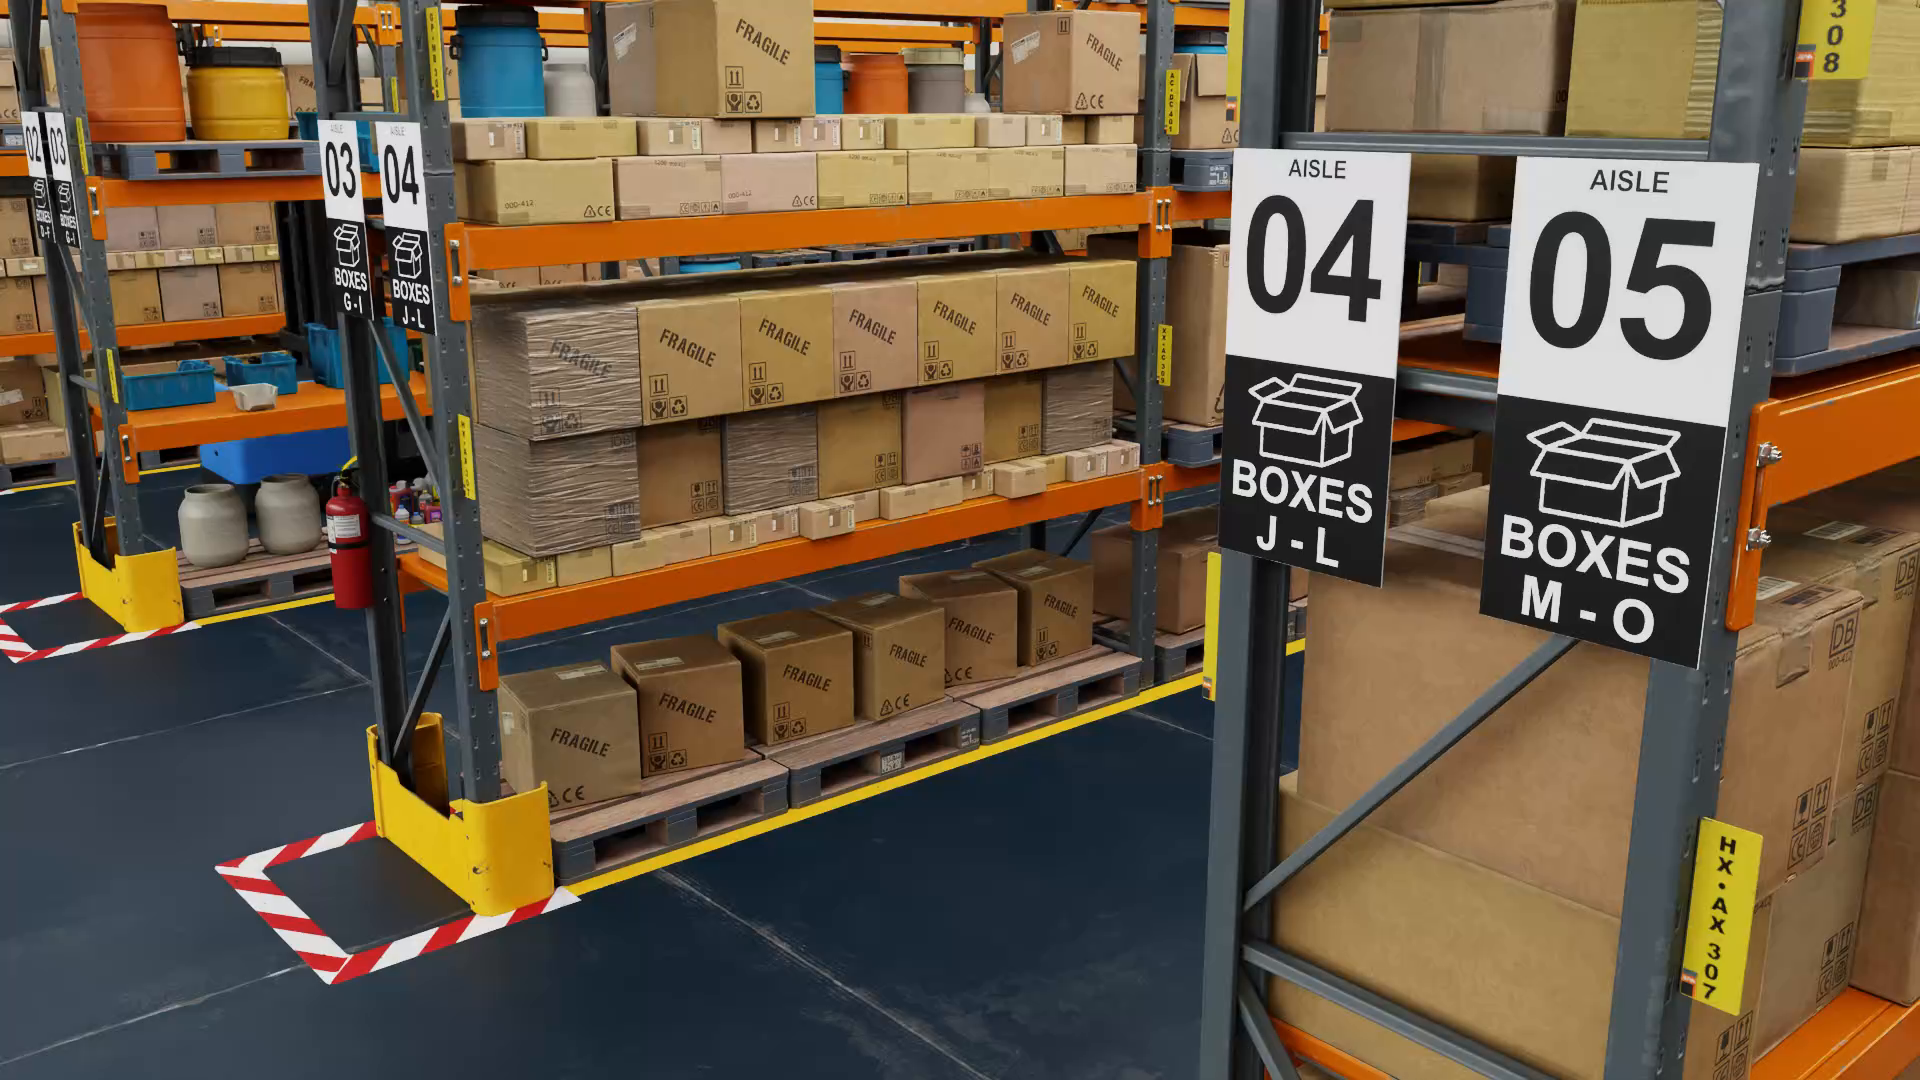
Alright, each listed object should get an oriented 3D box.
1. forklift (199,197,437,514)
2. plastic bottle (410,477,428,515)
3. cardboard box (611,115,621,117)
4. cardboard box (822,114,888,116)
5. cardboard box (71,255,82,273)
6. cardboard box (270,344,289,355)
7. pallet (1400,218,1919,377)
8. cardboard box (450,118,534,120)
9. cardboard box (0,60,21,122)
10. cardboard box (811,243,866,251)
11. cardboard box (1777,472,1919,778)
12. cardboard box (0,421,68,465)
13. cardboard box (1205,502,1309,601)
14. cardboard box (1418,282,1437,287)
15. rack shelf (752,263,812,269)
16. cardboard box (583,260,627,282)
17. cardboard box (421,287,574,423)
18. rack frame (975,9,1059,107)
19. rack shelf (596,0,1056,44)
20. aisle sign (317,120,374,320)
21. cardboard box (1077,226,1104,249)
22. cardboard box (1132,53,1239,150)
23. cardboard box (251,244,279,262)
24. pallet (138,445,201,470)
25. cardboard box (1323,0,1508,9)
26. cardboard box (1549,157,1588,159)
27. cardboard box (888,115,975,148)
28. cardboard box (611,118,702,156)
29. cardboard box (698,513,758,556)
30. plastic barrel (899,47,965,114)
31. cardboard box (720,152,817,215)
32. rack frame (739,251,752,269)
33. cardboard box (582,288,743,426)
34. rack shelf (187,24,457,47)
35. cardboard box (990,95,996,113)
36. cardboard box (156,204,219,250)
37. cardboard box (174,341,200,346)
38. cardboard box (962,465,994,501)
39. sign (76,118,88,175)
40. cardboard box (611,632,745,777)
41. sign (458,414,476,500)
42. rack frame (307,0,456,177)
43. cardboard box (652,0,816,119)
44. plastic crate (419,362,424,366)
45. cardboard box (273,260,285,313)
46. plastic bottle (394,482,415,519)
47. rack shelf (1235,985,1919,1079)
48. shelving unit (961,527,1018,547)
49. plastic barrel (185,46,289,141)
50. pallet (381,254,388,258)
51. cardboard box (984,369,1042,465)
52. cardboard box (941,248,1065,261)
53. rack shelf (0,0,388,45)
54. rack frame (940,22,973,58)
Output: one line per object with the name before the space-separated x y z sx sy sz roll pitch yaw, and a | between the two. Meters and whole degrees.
forklift | -4.889 -1.896 14.167 3.031 2.935 1.130 -12 19 -38
plastic bottle | -4.116 -0.328 12.589 0.135 0.276 0.152 -13 20 -41
cardboard box | -3.869 -4.599 17.818 0.500 0.250 0.500 -13 20 -40
cardboard box | -0.495 -2.083 8.441 0.250 0.149 0.380 -13 20 -40
cardboard box | -7.760 -2.454 14.675 0.250 0.149 0.380 -13 20 -40
cardboard box | -6.349 -1.649 16.174 0.500 0.500 0.500 -13 19 -39
pallet | 1.457 -0.561 3.396 1.213 0.211 1.003 -13 19 -39
cardboard box | -1.998 -1.708 7.036 0.250 0.149 0.380 -13 20 -41
cardboard box | -8.339 -3.805 14.084 0.637 0.503 0.797 -11 18 -36
cardboard box | -1.524 -3.791 20.124 0.500 0.500 0.700 -9 17 -29
cardboard box | 2.075 0.144 4.014 0.550 0.550 0.875 -13 19 -39
cardboard box | -8.225 -0.861 14.674 0.500 0.250 0.500 -13 19 -39
cardboard box | 2.013 0.036 10.793 0.700 0.500 0.500 14 20 42
cardboard box | 3.378 -1.517 11.607 0.500 0.500 0.500 13 20 40
rack shelf | -1.232 -3.285 20.630 4.000 0.370 1.077 -13 19 -39
cardboard box | -3.996 -3.055 18.180 0.500 0.500 0.500 -14 20 -42
cardboard box | -2.023 -0.826 7.321 0.500 0.500 0.500 -13 19 -39
rack frame | 0.508 -5.227 14.882 0.127 3.000 1.000 -13 19 -39
rack shelf | -1.001 -4.348 13.758 4.000 0.370 1.077 -13 19 -39
aisle sign | -2.519 -1.313 6.816 0.004 0.787 0.394 -13 19 -39
cardboard box | 1.603 -4.225 22.560 0.500 0.500 0.500 -13 20 -40
cardboard box | 1.161 -2.449 9.281 0.637 0.503 0.797 -14 20 -42
cardboard box | -6.591 -2.718 15.662 0.250 0.149 0.380 -13 20 -40
pallet | -7.306 -0.935 15.840 1.213 0.211 1.003 -13 19 -39
cardboard box | 0.935 -1.114 3.230 0.250 0.149 0.380 -12 19 -39
cardboard box | 1.123 -0.770 3.489 0.250 0.149 0.380 -12 19 -39
cardboard box | -0.142 -1.977 8.045 0.250 0.149 0.380 -12 19 -37
cardboard box | -1.295 -1.704 7.024 0.250 0.149 0.380 -12 19 -37
cardboard box | -1.136 -0.055 7.631 0.250 0.149 0.380 -13 19 -39
plastic barrel | -0.254 -3.923 14.842 0.600 0.901 0.600 0 15 0
cardboard box | -0.981 -1.589 7.365 0.500 0.250 0.500 -13 20 -40
rack frame | -2.741 -3.294 19.269 0.127 3.000 1.000 -13 19 -39
cardboard box | -1.300 -0.808 7.254 0.500 0.500 0.500 -13 19 -39
rack shelf | -7.504 -6.276 20.978 4.000 0.370 1.077 -13 19 -39
cardboard box | 0.465 -5.725 21.879 0.500 0.250 0.500 -13 19 -39
cardboard box | -7.225 -2.960 15.310 0.500 0.500 0.700 -13 19 -39
cardboard box | -9.397 -2.327 20.287 0.380 0.166 0.250 13 20 40
cardboard box | -0.041 -0.320 8.623 0.250 0.149 0.380 -13 19 -39
sign | -5.169 -2.319 9.790 0.005 0.325 0.100 -13 19 -39
cardboard box | -1.365 0.785 8.029 0.500 0.500 0.500 -7 17 -25
sign | -1.919 -0.322 6.465 0.005 0.325 0.100 -13 19 -39
rack frame | -2.276 -2.908 6.198 0.127 3.000 1.000 -13 19 -39
cardboard box | -0.978 -2.091 7.214 0.500 0.500 0.500 -13 20 -40
plastic crate | -3.568 -1.199 11.939 0.437 0.136 0.530 -13 19 -39
cardboard box | -6.482 -2.497 16.094 0.500 0.500 0.700 -13 20 -40
plastic bottle | -4.151 -0.287 12.423 0.133 0.283 0.061 -13 19 -39
rack shelf | 2.413 0.982 4.655 4.000 0.370 1.077 -13 19 -39
shelving unit | 0.125 -1.042 12.584 0.503 2.100 0.431 -13 19 -39
plastic barrel | -4.750 -2.934 10.932 0.600 0.588 0.600 0 15 0
pallet | -7.462 -3.822 21.616 1.213 0.211 1.003 -13 19 -39
cardboard box | -0.039 -0.737 8.926 0.500 0.500 0.875 -13 19 -39
cardboard box | 0.236 -1.335 9.229 0.500 0.500 0.500 -13 19 -39
rack shelf | -7.267 -4.635 14.834 4.000 0.370 1.077 -13 19 -39
rack frame | 0.040 -8.511 27.176 0.127 3.000 1.000 -13 19 -39
